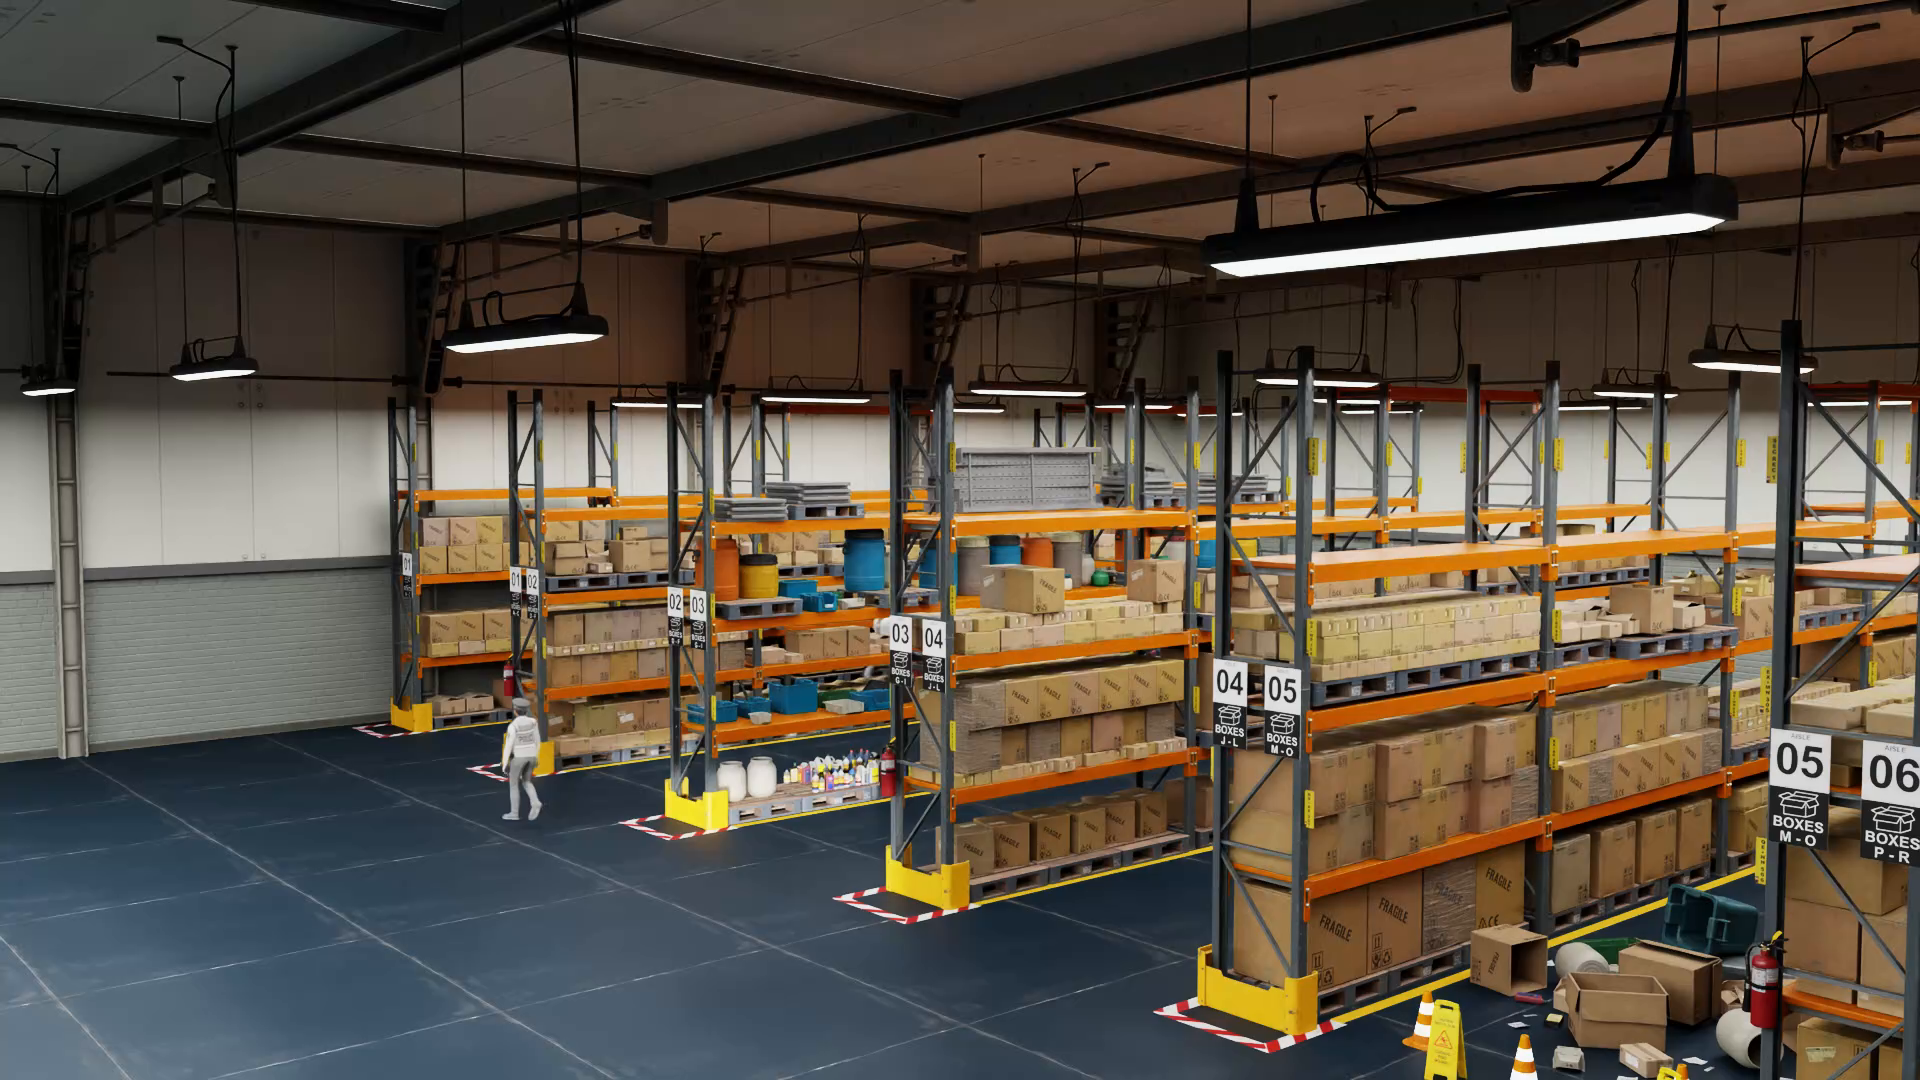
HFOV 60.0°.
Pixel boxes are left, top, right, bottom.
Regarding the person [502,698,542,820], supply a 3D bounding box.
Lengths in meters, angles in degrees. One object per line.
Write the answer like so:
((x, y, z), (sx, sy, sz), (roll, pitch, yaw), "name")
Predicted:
((-5.973, 2.995, 22.697), (0.610, 1.672, 0.549), (3, 4, 40), "person")

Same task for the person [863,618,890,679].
((-1.701, 2.236, 34.953), (0.666, 1.713, 1.114), (3, 4, 41), "person")

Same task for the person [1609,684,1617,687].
((9.152, 2.931, 23.331), (0.573, 1.814, 0.578), (-2, 4, -32), "person")
